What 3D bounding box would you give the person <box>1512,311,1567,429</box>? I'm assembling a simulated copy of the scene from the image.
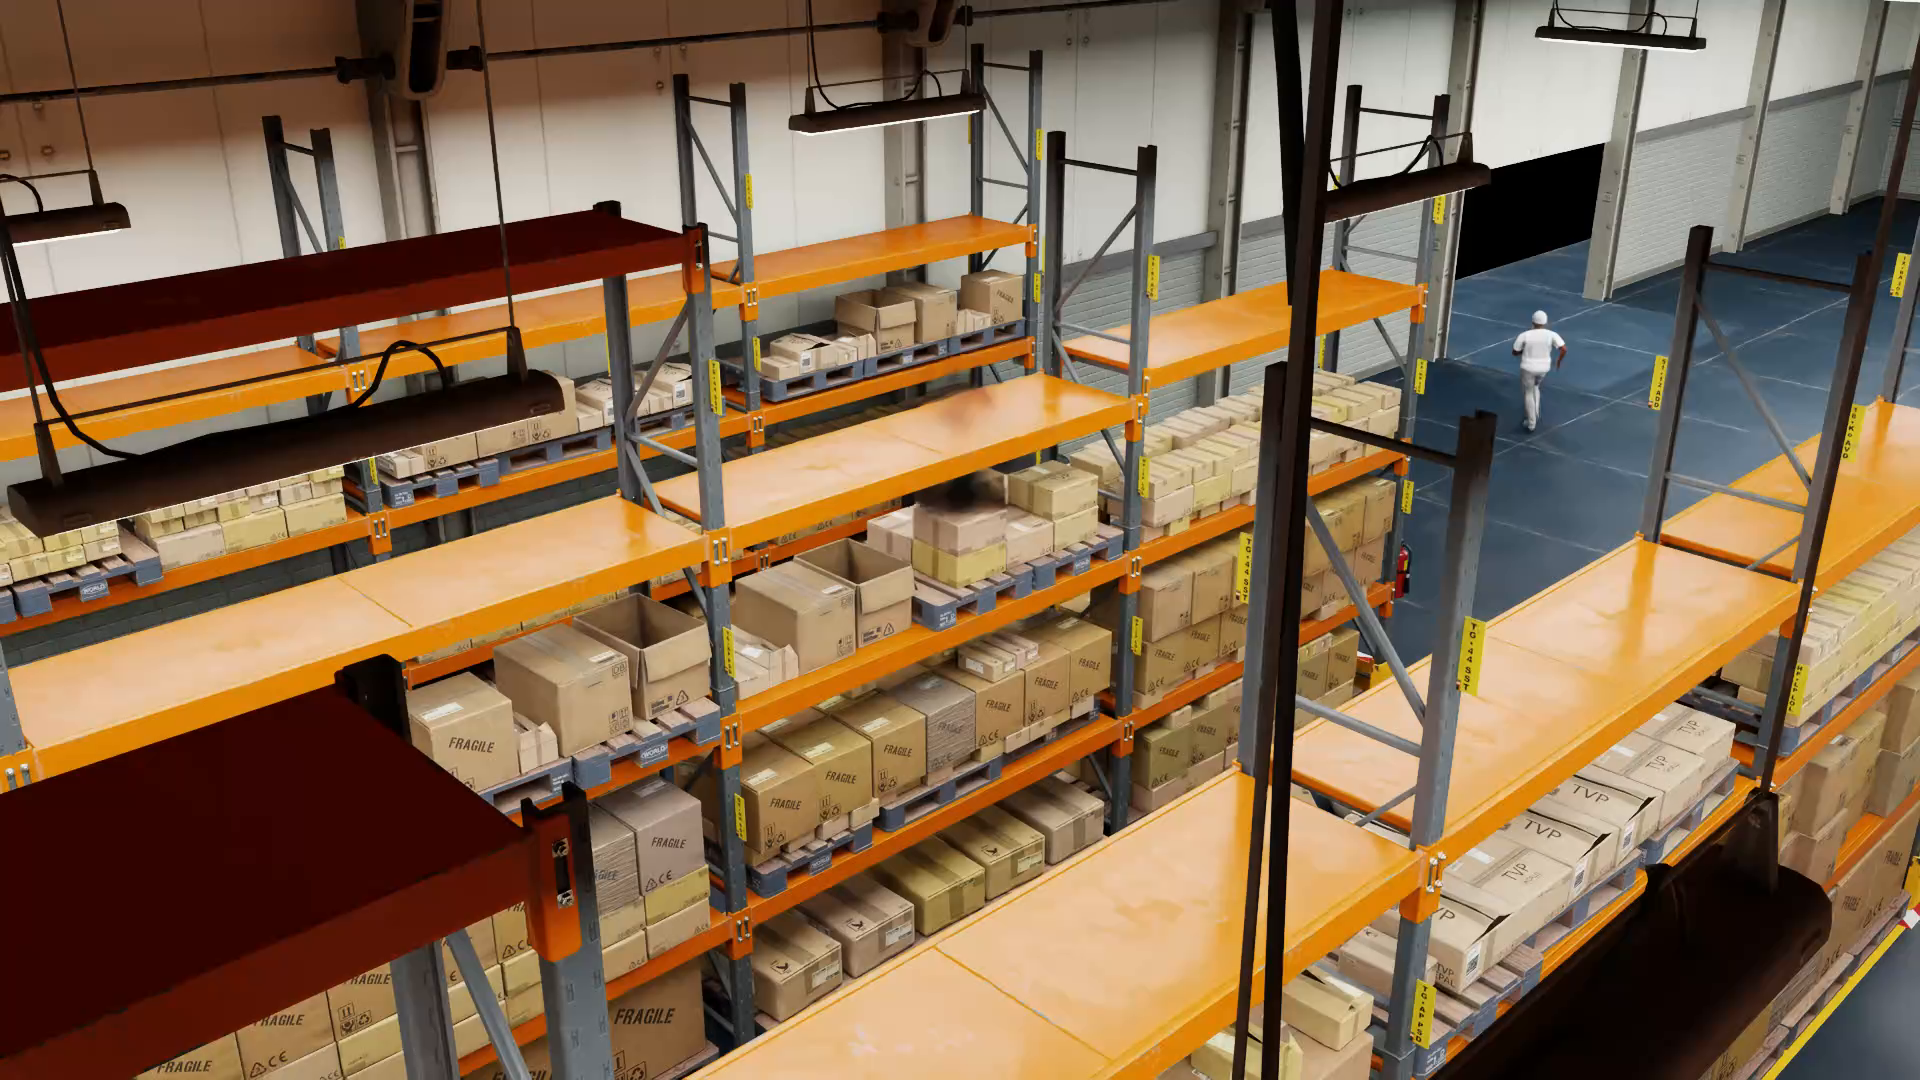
[{"bbox_3d":[8.516,-2.532,24.677,0.685,1.785,0.692,0,22,-1],"label":"person"}]
